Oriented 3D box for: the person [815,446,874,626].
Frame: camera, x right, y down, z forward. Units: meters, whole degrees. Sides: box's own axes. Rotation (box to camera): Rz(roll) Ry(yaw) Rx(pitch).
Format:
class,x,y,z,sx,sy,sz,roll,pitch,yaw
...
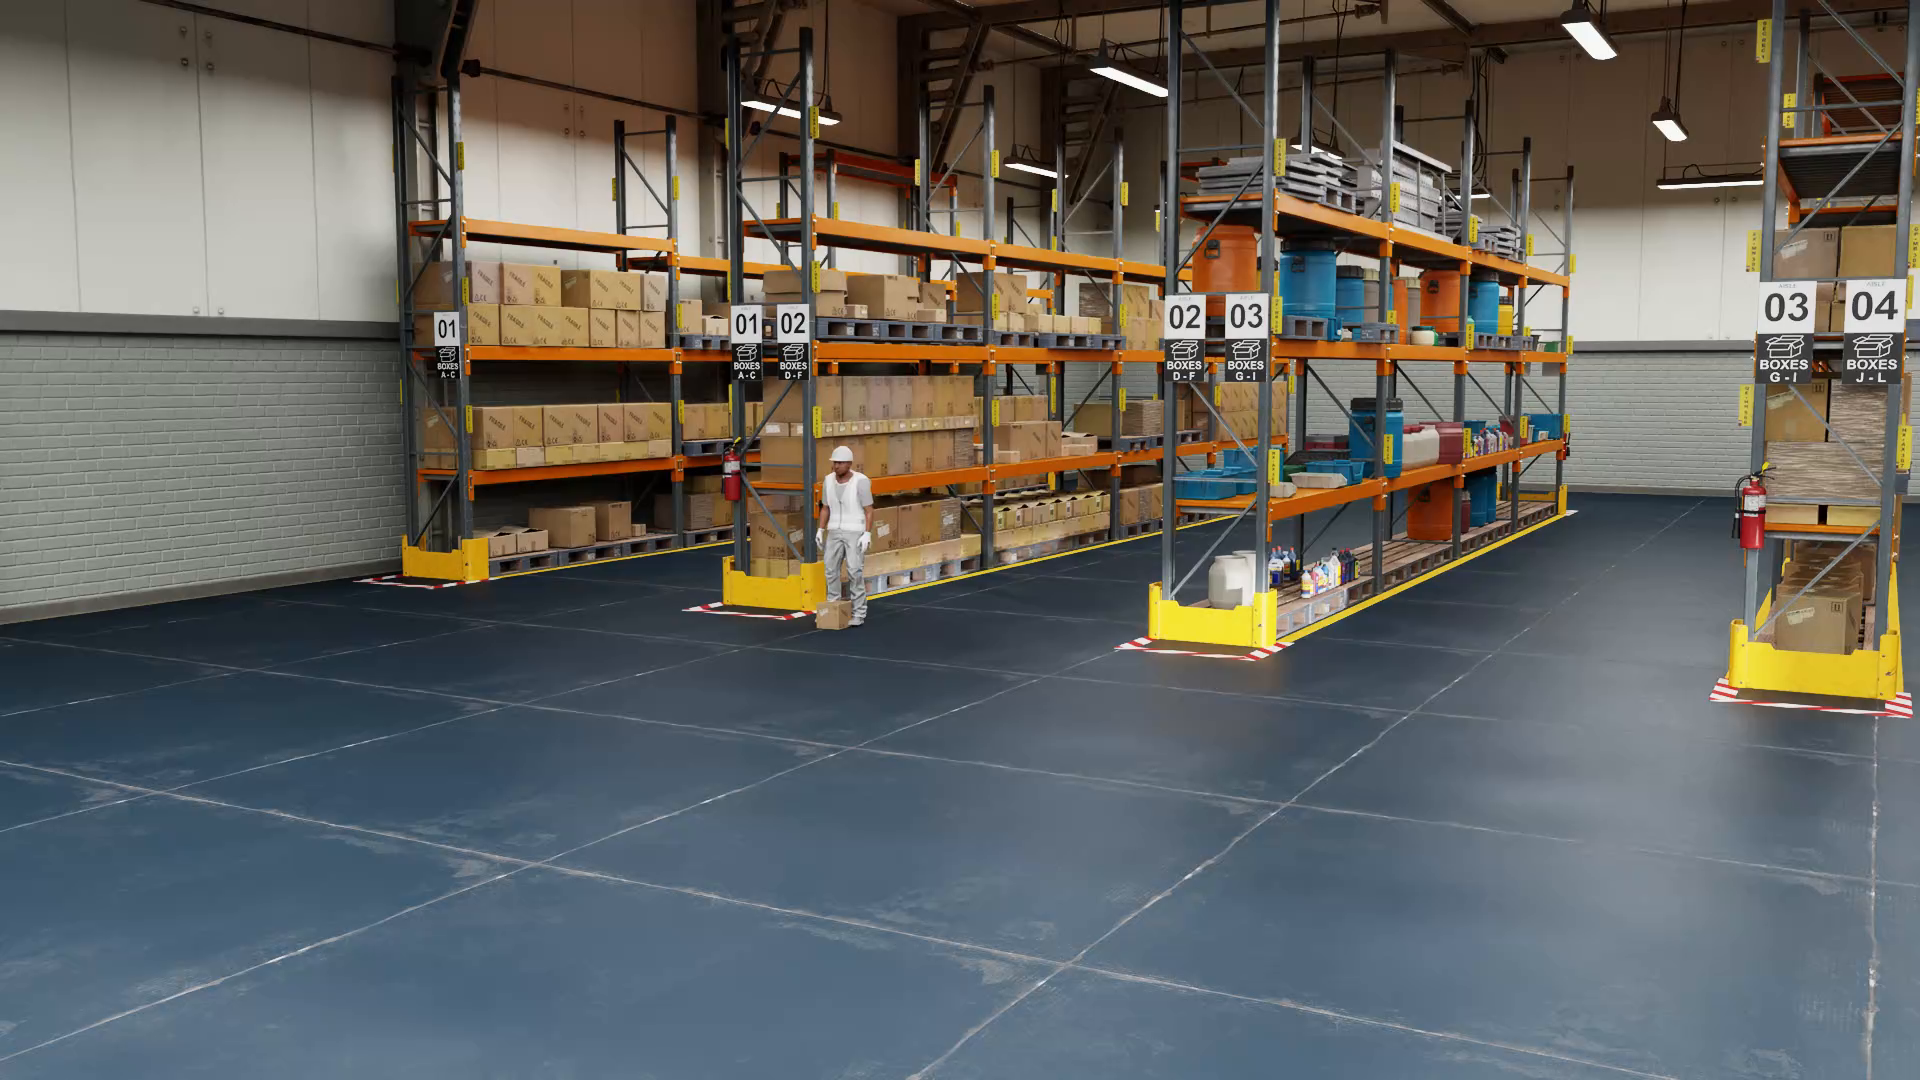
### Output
class,x,y,z,sx,sy,sz,roll,pitch,yaw
person,-1.142,-0.045,16.459,0.619,1.774,0.446,3,7,29
